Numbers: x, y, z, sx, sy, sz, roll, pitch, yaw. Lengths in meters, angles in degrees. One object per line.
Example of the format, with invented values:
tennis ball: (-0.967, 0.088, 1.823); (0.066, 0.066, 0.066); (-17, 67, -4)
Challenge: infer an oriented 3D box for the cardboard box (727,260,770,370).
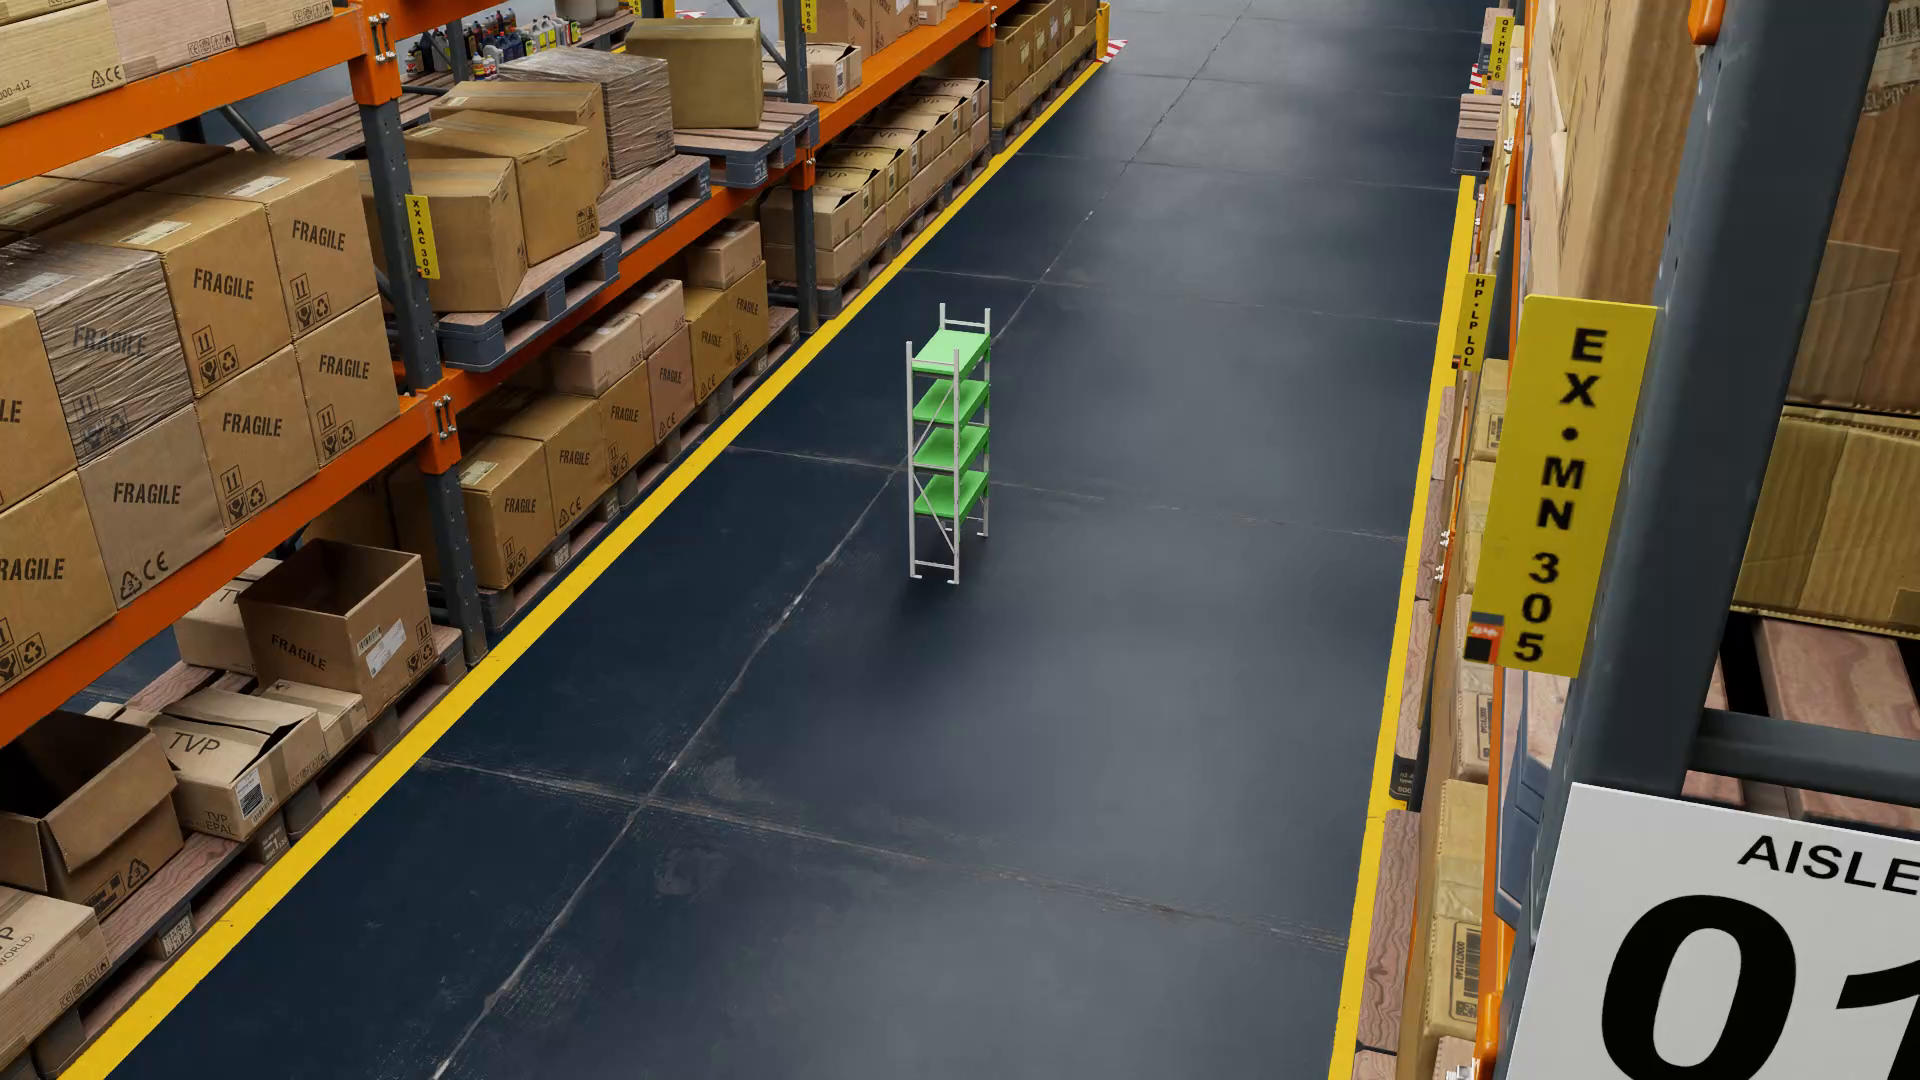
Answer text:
cardboard box: (-1.452, -1.342, 9.696); (0.500, 0.500, 0.500); (10, 31, 17)

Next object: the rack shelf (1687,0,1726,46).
rack shelf: (1.573, -1.350, 2.571); (1.077, 0.370, 4.000); (8, 30, 15)

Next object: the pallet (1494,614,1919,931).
pallet: (1.194, 0.094, 2.001); (1.003, 0.211, 1.213); (8, 30, 15)

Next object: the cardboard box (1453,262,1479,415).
cardboard box: (2.993, -0.926, 8.609); (0.750, 0.750, 0.750); (8, 30, 14)

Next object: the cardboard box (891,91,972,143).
cardboard box: (-0.220, -3.325, 12.960); (0.500, 0.311, 0.500); (9, 30, 16)

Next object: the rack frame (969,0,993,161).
rack frame: (-0.228, -4.569, 13.378); (1.000, 3.000, 0.127); (8, 30, 15)

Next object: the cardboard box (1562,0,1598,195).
cardboard box: (1.097, -0.698, 2.181); (0.500, 0.500, 0.500); (9, 30, 16)

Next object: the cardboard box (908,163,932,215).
cardboard box: (-0.523, -2.608, 12.250); (0.500, 0.250, 0.500); (9, 30, 16)

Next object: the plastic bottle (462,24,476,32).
plastic bottle: (-4.846, -4.935, 16.384); (0.152, 0.276, 0.135); (9, 30, 16)

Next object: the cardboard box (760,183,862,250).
cardboard box: (-0.968, -2.139, 10.829); (0.500, 0.311, 0.500); (10, 30, 17)

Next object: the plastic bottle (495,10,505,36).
plastic bottle: (-4.702, -5.241, 16.928); (0.061, 0.283, 0.133); (9, 30, 16)

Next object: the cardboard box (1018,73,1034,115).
cardboard box: (0.349, -3.955, 14.671); (0.500, 0.250, 0.500); (8, 30, 15)

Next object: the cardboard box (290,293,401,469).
cardboard box: (-2.478, -0.626, 6.188); (0.500, 0.500, 0.500); (9, 30, 16)

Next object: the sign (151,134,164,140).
sign: (-3.108, -1.435, 6.553); (0.100, 0.325, 0.005); (8, 30, 15)

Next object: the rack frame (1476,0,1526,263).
rack frame: (3.334, -2.005, 8.769); (1.000, 3.000, 0.127); (8, 30, 15)

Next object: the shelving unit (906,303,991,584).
shelving unit: (-0.049, -0.447, 7.820); (0.258, 1.200, 0.503); (8, 30, 15)

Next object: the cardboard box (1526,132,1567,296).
cardboard box: (1.099, -0.380, 2.382); (0.500, 0.250, 0.500); (7, 30, 13)

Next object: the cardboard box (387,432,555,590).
cardboard box: (-2.201, -0.142, 7.538); (0.500, 0.500, 0.500); (7, 30, 13)

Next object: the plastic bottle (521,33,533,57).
plastic bottle: (-4.185, -4.758, 16.058); (0.061, 0.283, 0.133); (10, 31, 17)

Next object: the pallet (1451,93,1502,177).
pallet: (3.442, -2.268, 9.439); (1.213, 0.211, 1.003); (8, 30, 15)

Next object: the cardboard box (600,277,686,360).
cardboard box: (-1.761, -1.167, 8.610); (0.500, 0.250, 0.500); (8, 30, 14)

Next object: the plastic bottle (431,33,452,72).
plastic bottle: (-4.911, -4.632, 15.764); (0.144, 0.351, 0.185); (8, 30, 15)

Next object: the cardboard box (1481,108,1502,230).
cardboard box: (2.784, -1.757, 7.893); (0.500, 0.500, 0.500); (10, 30, 17)

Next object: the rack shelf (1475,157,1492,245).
rack shelf: (3.921, -2.620, 10.615); (1.077, 0.370, 4.000); (8, 30, 15)

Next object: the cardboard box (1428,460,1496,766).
cardboard box: (1.766, 0.311, 4.297); (0.980, 0.700, 0.700); (8, 30, 14)

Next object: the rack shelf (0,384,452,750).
rack shelf: (-3.163, 0.392, 5.199); (1.077, 0.370, 4.000); (8, 30, 15)

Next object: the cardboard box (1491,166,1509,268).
cardboard box: (2.212, -1.146, 6.024); (0.500, 0.250, 0.500); (9, 30, 16)

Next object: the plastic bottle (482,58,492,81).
plastic bottle: (-4.420, -4.380, 15.464); (0.097, 0.201, 0.097); (0, 29, 0)

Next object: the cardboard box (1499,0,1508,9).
cardboard box: (4.358, -4.071, 12.616); (0.500, 0.250, 0.500); (9, 30, 15)

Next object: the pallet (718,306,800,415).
pallet: (-1.658, -1.150, 10.101); (1.003, 0.211, 1.213); (8, 30, 15)

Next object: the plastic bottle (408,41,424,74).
plastic bottle: (-5.136, -4.554, 15.692); (0.061, 0.283, 0.133); (10, 31, 17)

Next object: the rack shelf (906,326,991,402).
rack shelf: (-0.049, -0.811, 7.618); (0.258, 0.148, 0.480); (8, 30, 15)

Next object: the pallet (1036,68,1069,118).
pallet: (0.401, -4.283, 15.732); (1.003, 0.211, 1.213); (8, 30, 15)

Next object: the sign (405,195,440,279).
sign: (-2.055, -1.156, 6.352); (0.100, 0.325, 0.005); (8, 30, 15)

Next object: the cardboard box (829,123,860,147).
cardboard box: (-1.038, -2.925, 12.242); (0.500, 0.311, 0.500); (9, 30, 16)

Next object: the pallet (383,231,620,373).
pallet: (-2.238, -1.123, 7.381); (1.003, 0.211, 1.213); (8, 30, 15)

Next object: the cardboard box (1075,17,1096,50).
cardboard box: (1.071, -5.119, 16.762); (0.500, 0.250, 0.500); (8, 30, 15)

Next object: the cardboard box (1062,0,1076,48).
cardboard box: (0.793, -4.979, 15.741); (0.500, 0.500, 0.500); (8, 30, 15)

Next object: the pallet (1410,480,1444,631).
pallet: (2.671, 0.134, 7.792); (1.003, 0.211, 1.213); (8, 30, 15)

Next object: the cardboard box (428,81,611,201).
cardboard box: (-2.117, -1.909, 8.061); (0.700, 0.500, 0.500); (1, 29, 2)

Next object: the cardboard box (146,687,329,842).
cardboard box: (-2.693, 0.785, 6.067); (0.500, 0.311, 0.500); (8, 30, 15)

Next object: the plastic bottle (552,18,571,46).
plastic bottle: (-4.008, -5.110, 16.699); (0.152, 0.276, 0.135); (9, 30, 15)

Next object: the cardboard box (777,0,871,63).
cardboard box: (-0.925, -3.536, 11.418); (0.500, 0.500, 0.500); (7, 30, 12)

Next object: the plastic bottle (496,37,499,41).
plastic bottle: (-4.402, -4.678, 15.928); (0.097, 0.271, 0.097); (0, 29, 0)

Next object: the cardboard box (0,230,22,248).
cardboard box: (-3.286, -0.675, 5.246); (0.500, 0.500, 0.500); (8, 30, 13)

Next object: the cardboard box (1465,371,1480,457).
cardboard box: (2.055, -0.579, 5.777); (0.500, 0.500, 0.500); (8, 30, 14)

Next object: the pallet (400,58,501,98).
pallet: (-4.725, -4.366, 15.880); (1.003, 0.211, 1.213); (8, 30, 15)

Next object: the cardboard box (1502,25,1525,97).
cardboard box: (2.946, -2.328, 8.148); (0.500, 0.250, 0.500); (9, 30, 16)
